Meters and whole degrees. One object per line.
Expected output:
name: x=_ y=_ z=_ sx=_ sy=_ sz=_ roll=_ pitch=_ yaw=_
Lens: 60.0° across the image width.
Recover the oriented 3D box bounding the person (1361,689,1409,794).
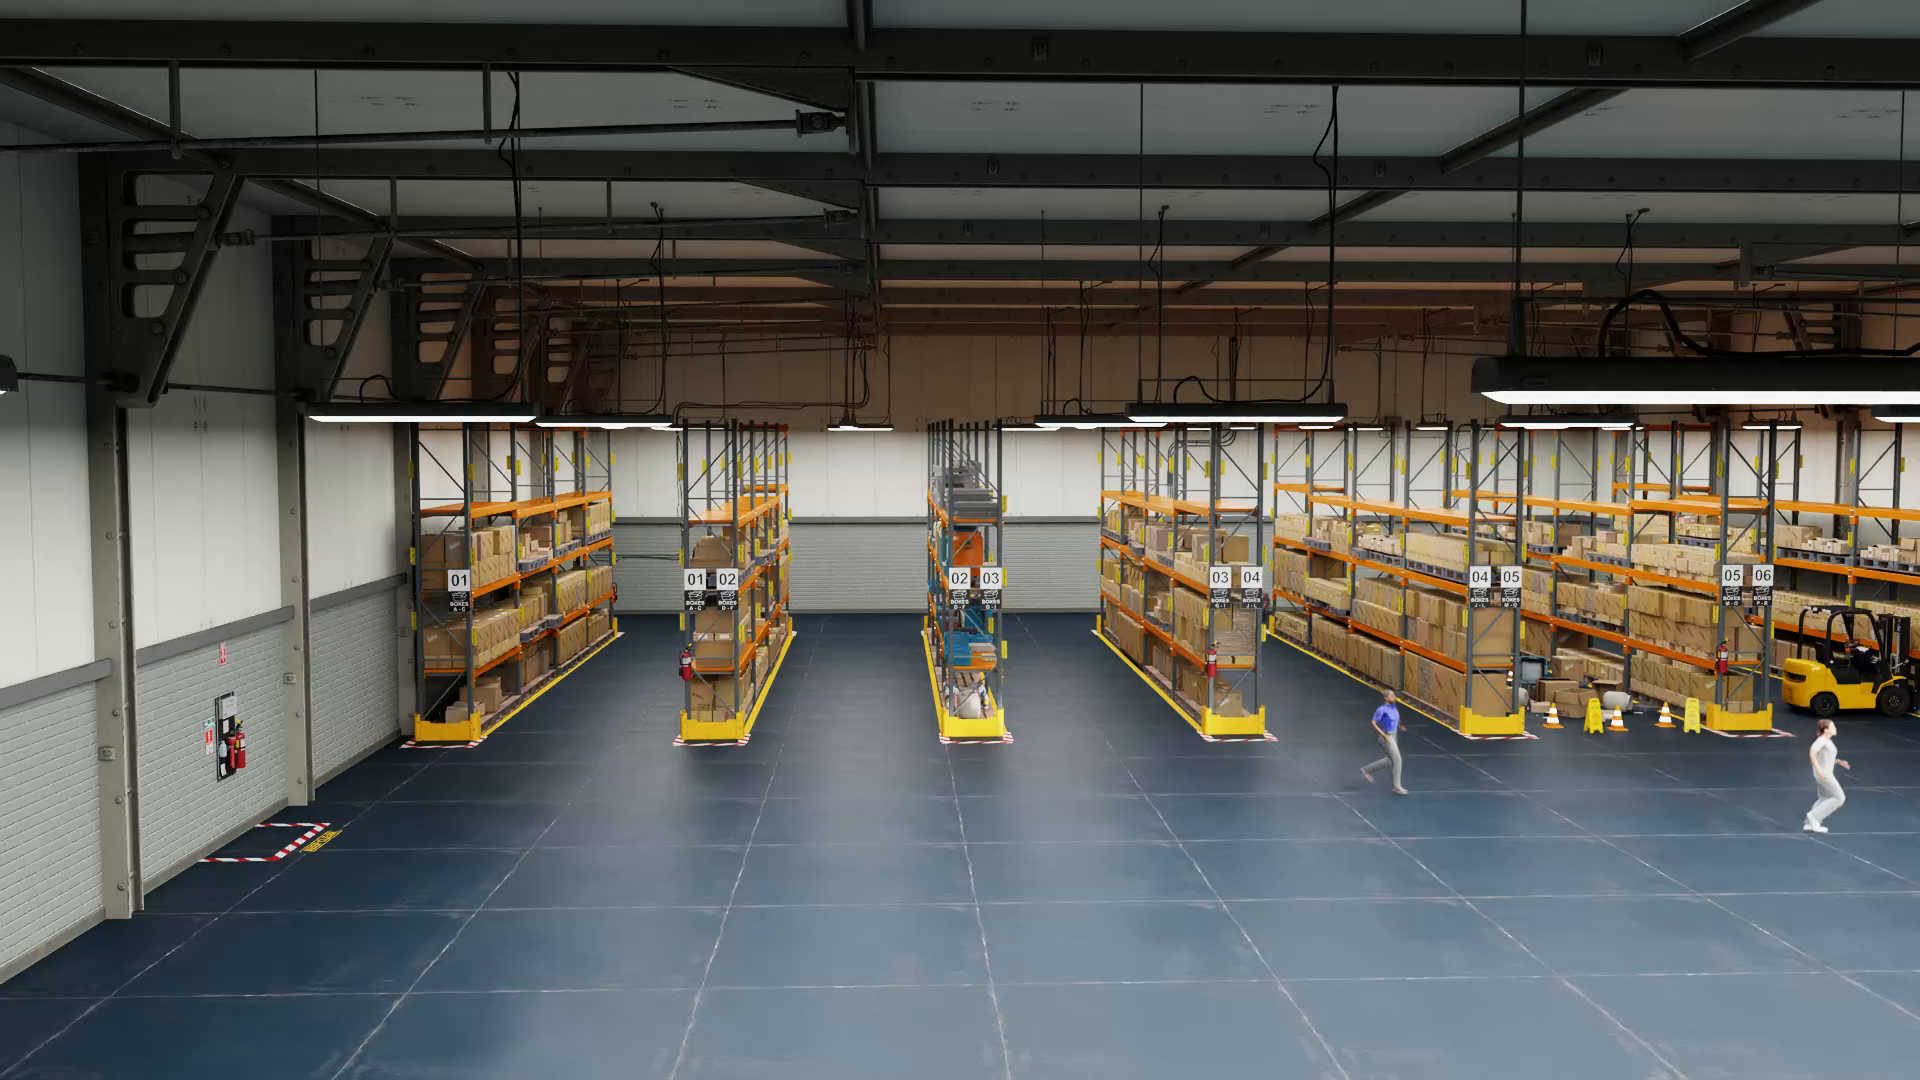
person: x=6.825 y=3.206 z=26.641 sx=0.773 sy=1.658 sz=0.574 roll=2 pitch=4 yaw=34

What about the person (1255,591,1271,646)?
person: x=7.921 y=2.025 z=44.212 sx=0.670 sy=1.818 sz=0.779 roll=0 pitch=4 yaw=1

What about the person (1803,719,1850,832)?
person: x=12.415 y=3.373 z=23.800 sx=0.568 sy=1.637 sz=0.573 roll=2 pitch=4 yaw=27

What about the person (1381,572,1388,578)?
person: x=12.555 y=1.766 z=49.312 sx=0.660 sy=1.635 sz=0.578 roll=0 pitch=4 yaw=-3
